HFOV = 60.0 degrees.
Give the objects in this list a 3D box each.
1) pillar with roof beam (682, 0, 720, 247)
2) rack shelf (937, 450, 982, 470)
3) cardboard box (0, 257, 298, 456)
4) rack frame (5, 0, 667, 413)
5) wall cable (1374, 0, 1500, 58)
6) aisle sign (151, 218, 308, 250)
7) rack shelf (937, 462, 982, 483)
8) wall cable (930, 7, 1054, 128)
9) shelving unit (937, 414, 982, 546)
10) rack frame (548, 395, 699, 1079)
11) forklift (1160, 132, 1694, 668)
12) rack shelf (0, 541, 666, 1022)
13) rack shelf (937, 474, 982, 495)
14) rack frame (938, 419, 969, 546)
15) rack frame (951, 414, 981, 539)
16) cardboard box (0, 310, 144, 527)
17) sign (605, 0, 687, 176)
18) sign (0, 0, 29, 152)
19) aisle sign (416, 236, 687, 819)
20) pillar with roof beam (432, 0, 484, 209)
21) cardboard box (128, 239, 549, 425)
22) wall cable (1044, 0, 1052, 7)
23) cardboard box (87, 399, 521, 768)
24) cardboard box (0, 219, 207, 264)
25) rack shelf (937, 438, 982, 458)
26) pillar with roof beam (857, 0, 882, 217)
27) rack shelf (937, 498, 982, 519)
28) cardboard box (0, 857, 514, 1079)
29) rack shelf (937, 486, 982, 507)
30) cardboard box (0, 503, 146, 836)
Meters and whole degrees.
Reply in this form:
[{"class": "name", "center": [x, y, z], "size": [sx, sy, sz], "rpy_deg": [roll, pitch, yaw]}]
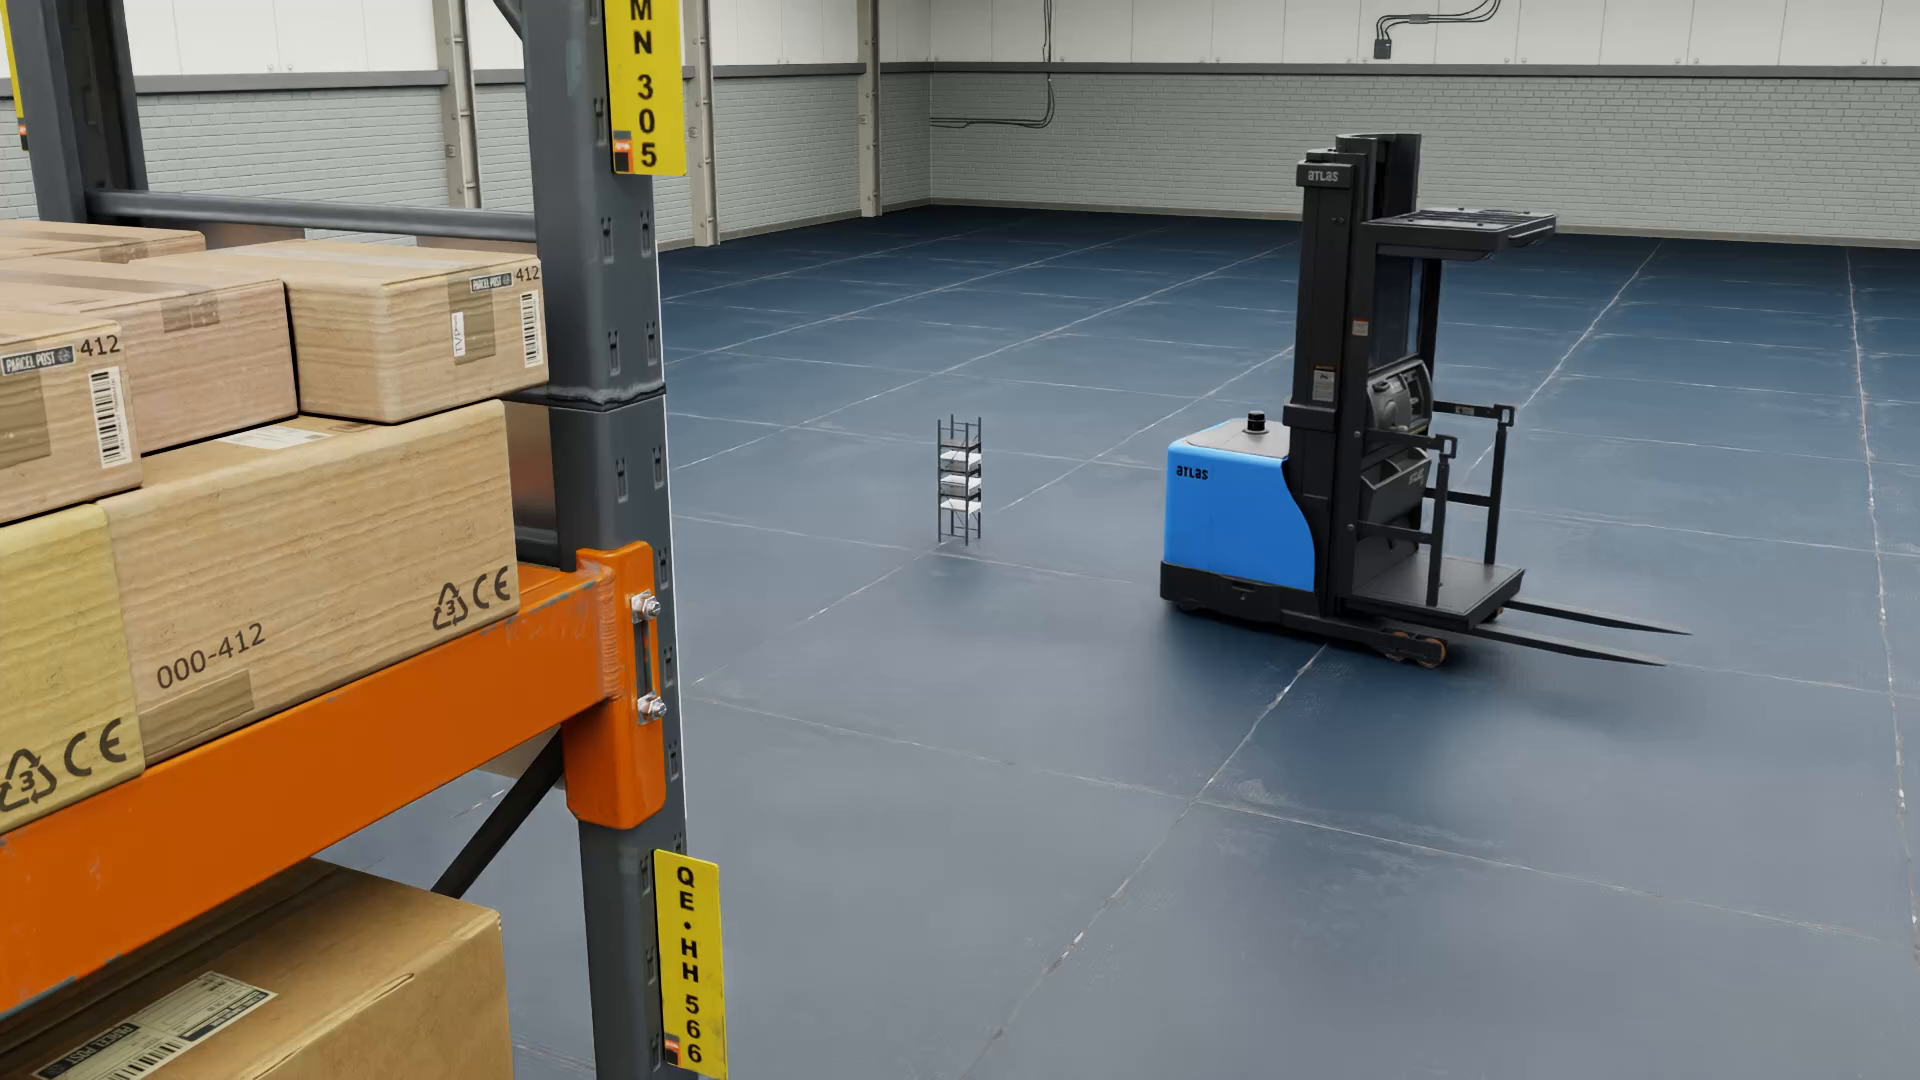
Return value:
[{"class": "pillar with roof beam", "center": [-0.699, -9.066, 26.742], "size": [9.100, 9.000, 0.400], "rpy_deg": [8, 18, 25]}, {"class": "rack shelf", "center": [-0.004, -0.570, 11.848], "size": [0.258, 0.077, 0.200], "rpy_deg": [8, 18, 25]}, {"class": "cardboard box", "center": [-0.915, -0.191, 1.694], "size": [0.380, 0.149, 0.250], "rpy_deg": [7, 18, 24]}, {"class": "rack frame", "center": [-0.849, -1.671, 1.847], "size": [1.000, 3.000, 0.127], "rpy_deg": [8, 18, 25]}, {"class": "wall cable", "center": [9.116, -12.142, 31.127], "size": [2.305, 6.003, 0.169], "rpy_deg": [8, 18, 25]}, {"class": "aisle sign", "center": [-1.089, -0.096, 2.513], "size": [0.394, 0.787, 0.004], "rpy_deg": [8, 18, 25]}, {"class": "rack shelf", "center": [-0.004, -0.484, 11.873], "size": [0.258, 0.077, 0.200], "rpy_deg": [8, 18, 25]}, {"class": "wall cable", "center": [0.631, -10.235, 36.133], "size": [3.097, 2.526, 0.112], "rpy_deg": [8, 18, 25]}, {"class": "shelving unit", "center": [-0.004, -0.429, 11.889], "size": [0.258, 0.900, 0.210], "rpy_deg": [8, 18, 25]}, {"class": "rack frame", "center": [-0.849, 1.204, 2.701], "size": [1.000, 3.000, 0.127], "rpy_deg": [8, 18, 25]}, {"class": "forklift", "center": [2.765, -0.843, 9.715], "size": [3.031, 2.935, 1.130], "rpy_deg": [11, 20, 34]}, {"class": "rack shelf", "center": [-1.742, 0.621, 0.661], "size": [1.077, 0.370, 4.000], "rpy_deg": [8, 18, 25]}, {"class": "rack shelf", "center": [-0.004, -0.397, 11.899], "size": [0.258, 0.077, 0.200], "rpy_deg": [8, 18, 25]}, {"class": "rack frame", "center": [-0.049, -0.403, 11.802], "size": [0.240, 0.900, 0.006], "rpy_deg": [8, 18, 25]}, {"class": "rack frame", "center": [0.042, -0.455, 11.976], "size": [0.240, 0.900, 0.006], "rpy_deg": [8, 18, 25]}, {"class": "cardboard box", "center": [-0.939, -0.107, 1.412], "size": [0.380, 0.149, 0.250], "rpy_deg": [7, 18, 23]}, {"class": "sign", "center": [-0.361, -0.582, 1.893], "size": [0.100, 0.325, 0.005], "rpy_deg": [8, 18, 25]}, {"class": "sign", "center": [-1.334, -0.722, 2.382], "size": [0.100, 0.325, 0.005], "rpy_deg": [8, 18, 25]}, {"class": "aisle sign", "center": [-0.553, -0.019, 2.256], "size": [0.394, 0.787, 0.004], "rpy_deg": [8, 18, 25]}, {"class": "pillar with roof beam", "center": [-3.380, -7.537, 21.596], "size": [9.100, 9.000, 0.400], "rpy_deg": [8, 18, 25]}, {"class": "cardboard box", "center": [-0.694, -0.242, 1.867], "size": [0.380, 0.149, 0.250], "rpy_deg": [8, 18, 25]}, {"class": "wall cable", "center": [3.051, -12.312, 34.256], "size": [3.097, 2.526, 0.112], "rpy_deg": [8, 18, 25]}, {"class": "cardboard box", "center": [-0.837, -0.007, 1.773], "size": [0.500, 0.250, 0.500], "rpy_deg": [9, 19, 27]}, {"class": "cardboard box", "center": [-1.179, -0.312, 2.102], "size": [0.380, 0.149, 0.250], "rpy_deg": [8, 18, 25]}, {"class": "rack shelf", "center": [-0.004, -0.656, 11.822], "size": [0.258, 0.077, 0.200], "rpy_deg": [8, 18, 25]}, {"class": "pillar with roof beam", "center": [1.982, -10.594, 31.887], "size": [9.100, 9.000, 0.400], "rpy_deg": [8, 18, 25]}, {"class": "rack shelf", "center": [-0.004, -0.225, 11.950], "size": [0.258, 0.077, 0.200], "rpy_deg": [8, 18, 25]}, {"class": "cardboard box", "center": [-0.873, 0.706, 1.925], "size": [0.500, 0.500, 0.500], "rpy_deg": [8, 18, 25]}, {"class": "rack shelf", "center": [-0.004, -0.311, 11.924], "size": [0.258, 0.077, 0.200], "rpy_deg": [8, 18, 25]}, {"class": "cardboard box", "center": [-1.057, 0.121, 1.344], "size": [0.500, 0.250, 0.500], "rpy_deg": [8, 18, 26]}]
